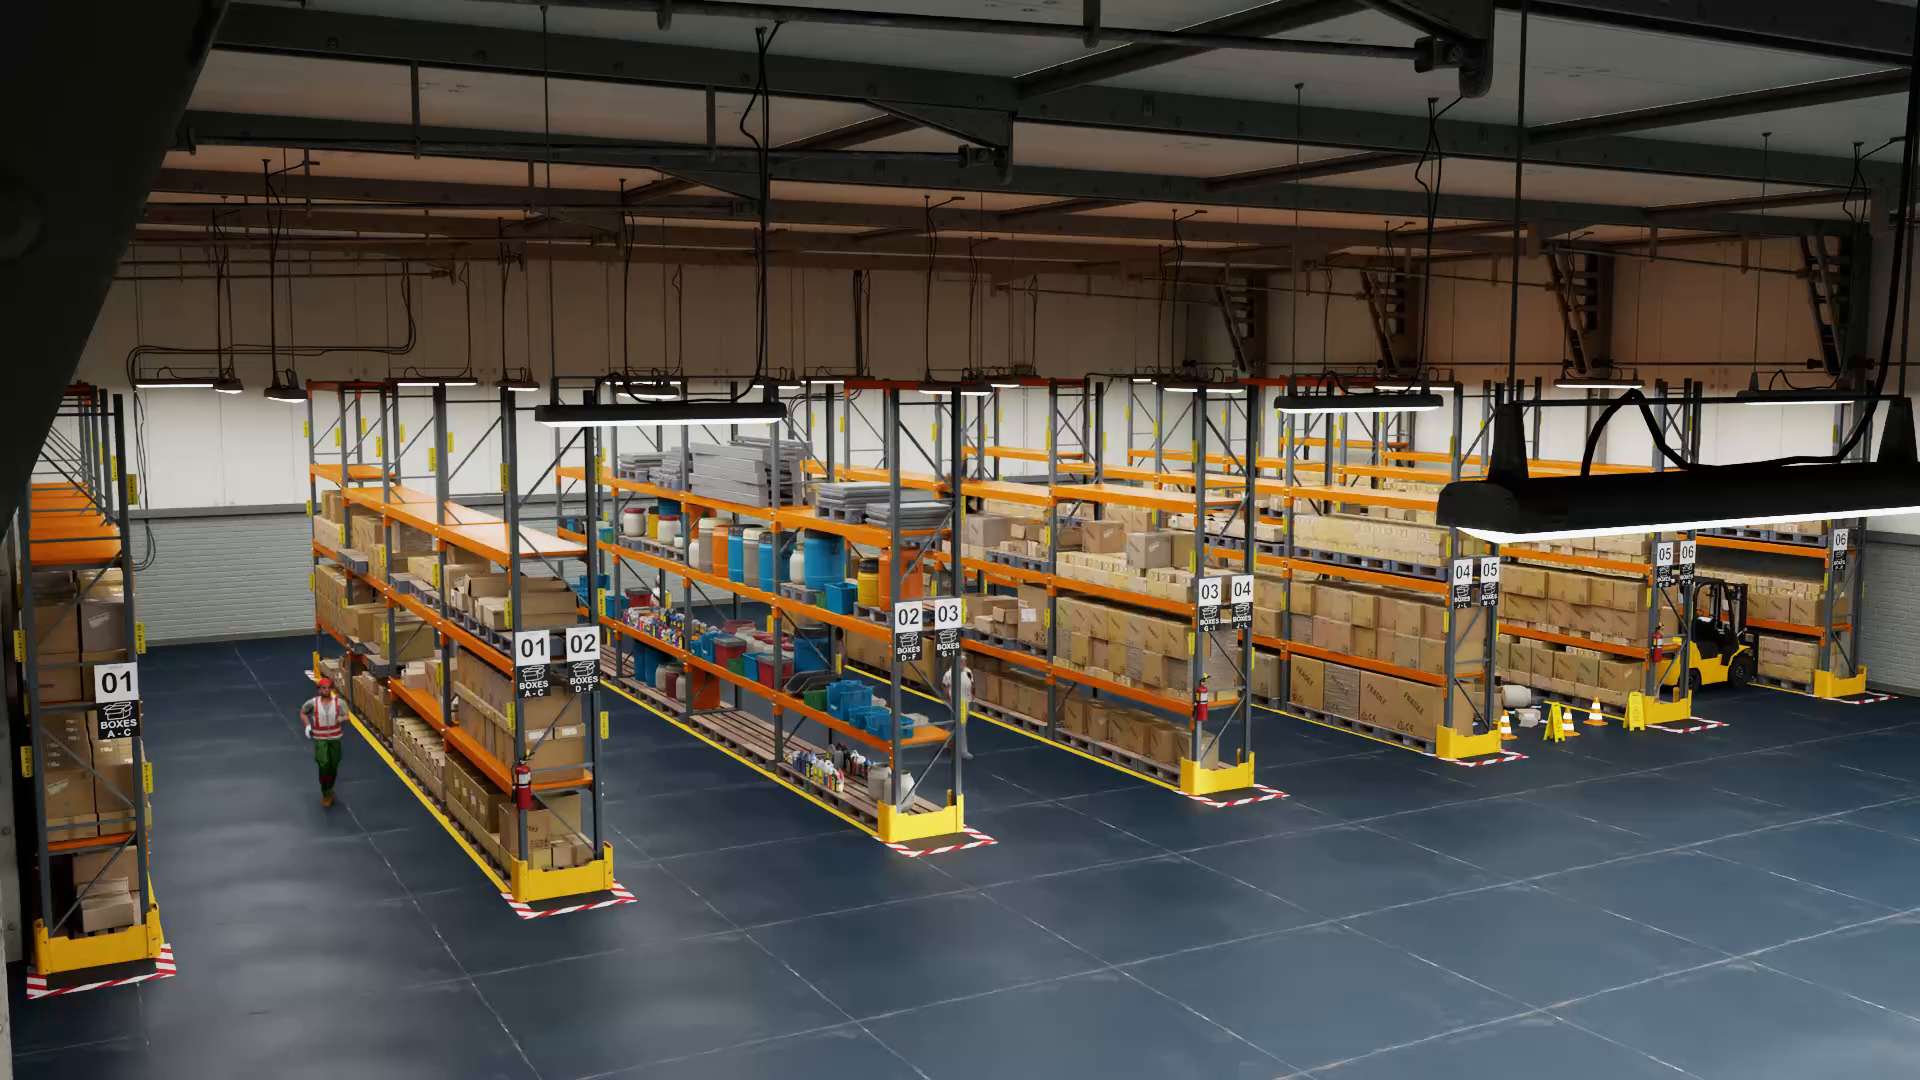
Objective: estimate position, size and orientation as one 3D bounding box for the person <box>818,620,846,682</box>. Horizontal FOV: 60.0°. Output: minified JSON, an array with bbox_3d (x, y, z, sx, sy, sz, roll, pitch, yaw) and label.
[{"bbox_3d":[-2.515,2.011,32.697,0.638,1.784,0.777,-3,7,-27],"label":"person"}]

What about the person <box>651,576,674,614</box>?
[{"bbox_3d":[-6.575,1.610,36.802,0.764,1.630,0.608,3,7,28],"label":"person"}]

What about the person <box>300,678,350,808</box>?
[{"bbox_3d":[-9.104,2.898,23.936,0.630,1.843,0.736,-4,7,-31],"label":"person"}]

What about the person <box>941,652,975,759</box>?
[{"bbox_3d":[-0.008,2.625,26.802,0.573,1.685,0.838,-4,7,-34],"label":"person"}]

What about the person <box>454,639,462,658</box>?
[{"bbox_3d":[-10.151,1.947,33.524,0.637,1.682,0.803,-5,8,-40],"label":"person"}]
